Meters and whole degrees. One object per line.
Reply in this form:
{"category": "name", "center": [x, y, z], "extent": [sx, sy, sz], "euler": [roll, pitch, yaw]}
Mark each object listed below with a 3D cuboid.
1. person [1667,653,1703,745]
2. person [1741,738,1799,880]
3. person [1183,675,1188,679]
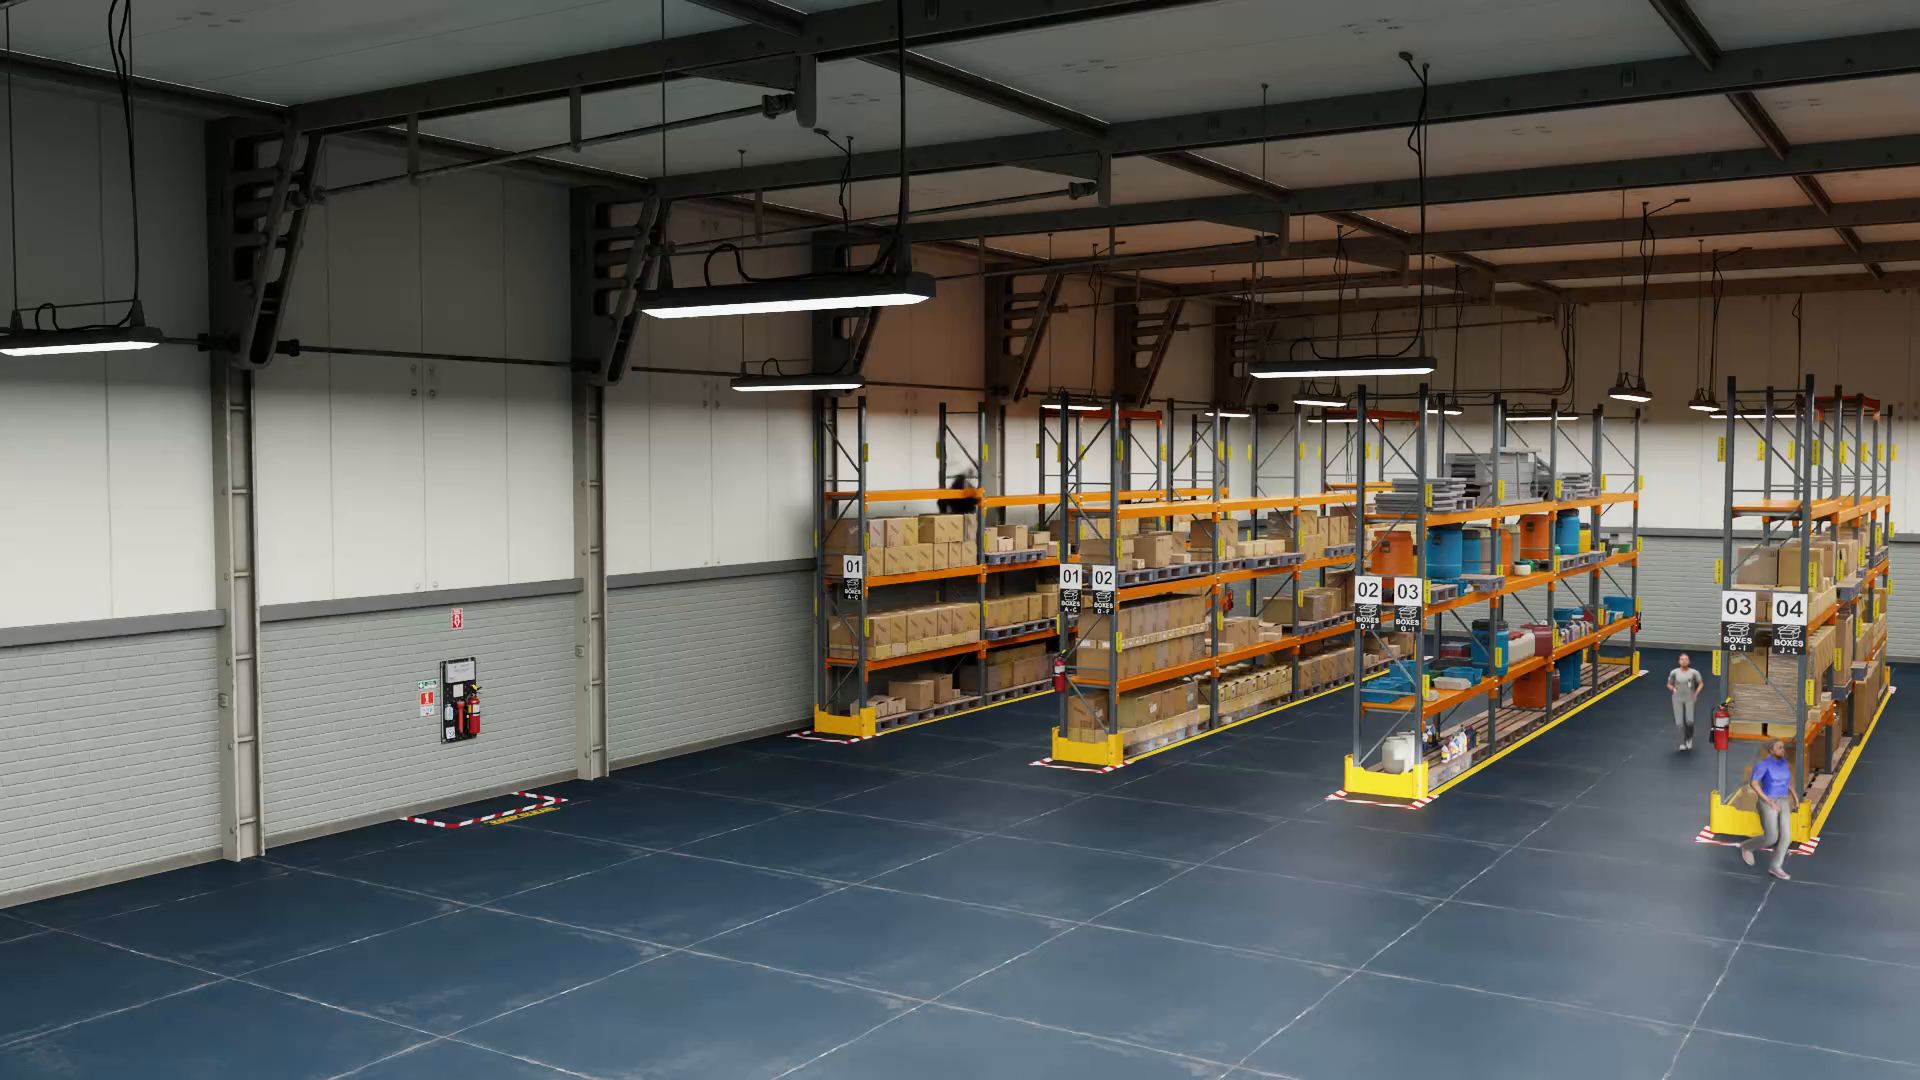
{"category": "person", "center": [12.131, 2.686, 27.851], "extent": [0.554, 1.573, 0.544], "euler": [2, 3, 27]}
{"category": "person", "center": [9.643, 3.206, 19.778], "extent": [0.601, 1.550, 0.635], "euler": [-1, 3, -18]}
{"category": "person", "center": [4.535, 2.262, 34.194], "extent": [0.604, 1.684, 0.636], "euler": [1, 3, 21]}
